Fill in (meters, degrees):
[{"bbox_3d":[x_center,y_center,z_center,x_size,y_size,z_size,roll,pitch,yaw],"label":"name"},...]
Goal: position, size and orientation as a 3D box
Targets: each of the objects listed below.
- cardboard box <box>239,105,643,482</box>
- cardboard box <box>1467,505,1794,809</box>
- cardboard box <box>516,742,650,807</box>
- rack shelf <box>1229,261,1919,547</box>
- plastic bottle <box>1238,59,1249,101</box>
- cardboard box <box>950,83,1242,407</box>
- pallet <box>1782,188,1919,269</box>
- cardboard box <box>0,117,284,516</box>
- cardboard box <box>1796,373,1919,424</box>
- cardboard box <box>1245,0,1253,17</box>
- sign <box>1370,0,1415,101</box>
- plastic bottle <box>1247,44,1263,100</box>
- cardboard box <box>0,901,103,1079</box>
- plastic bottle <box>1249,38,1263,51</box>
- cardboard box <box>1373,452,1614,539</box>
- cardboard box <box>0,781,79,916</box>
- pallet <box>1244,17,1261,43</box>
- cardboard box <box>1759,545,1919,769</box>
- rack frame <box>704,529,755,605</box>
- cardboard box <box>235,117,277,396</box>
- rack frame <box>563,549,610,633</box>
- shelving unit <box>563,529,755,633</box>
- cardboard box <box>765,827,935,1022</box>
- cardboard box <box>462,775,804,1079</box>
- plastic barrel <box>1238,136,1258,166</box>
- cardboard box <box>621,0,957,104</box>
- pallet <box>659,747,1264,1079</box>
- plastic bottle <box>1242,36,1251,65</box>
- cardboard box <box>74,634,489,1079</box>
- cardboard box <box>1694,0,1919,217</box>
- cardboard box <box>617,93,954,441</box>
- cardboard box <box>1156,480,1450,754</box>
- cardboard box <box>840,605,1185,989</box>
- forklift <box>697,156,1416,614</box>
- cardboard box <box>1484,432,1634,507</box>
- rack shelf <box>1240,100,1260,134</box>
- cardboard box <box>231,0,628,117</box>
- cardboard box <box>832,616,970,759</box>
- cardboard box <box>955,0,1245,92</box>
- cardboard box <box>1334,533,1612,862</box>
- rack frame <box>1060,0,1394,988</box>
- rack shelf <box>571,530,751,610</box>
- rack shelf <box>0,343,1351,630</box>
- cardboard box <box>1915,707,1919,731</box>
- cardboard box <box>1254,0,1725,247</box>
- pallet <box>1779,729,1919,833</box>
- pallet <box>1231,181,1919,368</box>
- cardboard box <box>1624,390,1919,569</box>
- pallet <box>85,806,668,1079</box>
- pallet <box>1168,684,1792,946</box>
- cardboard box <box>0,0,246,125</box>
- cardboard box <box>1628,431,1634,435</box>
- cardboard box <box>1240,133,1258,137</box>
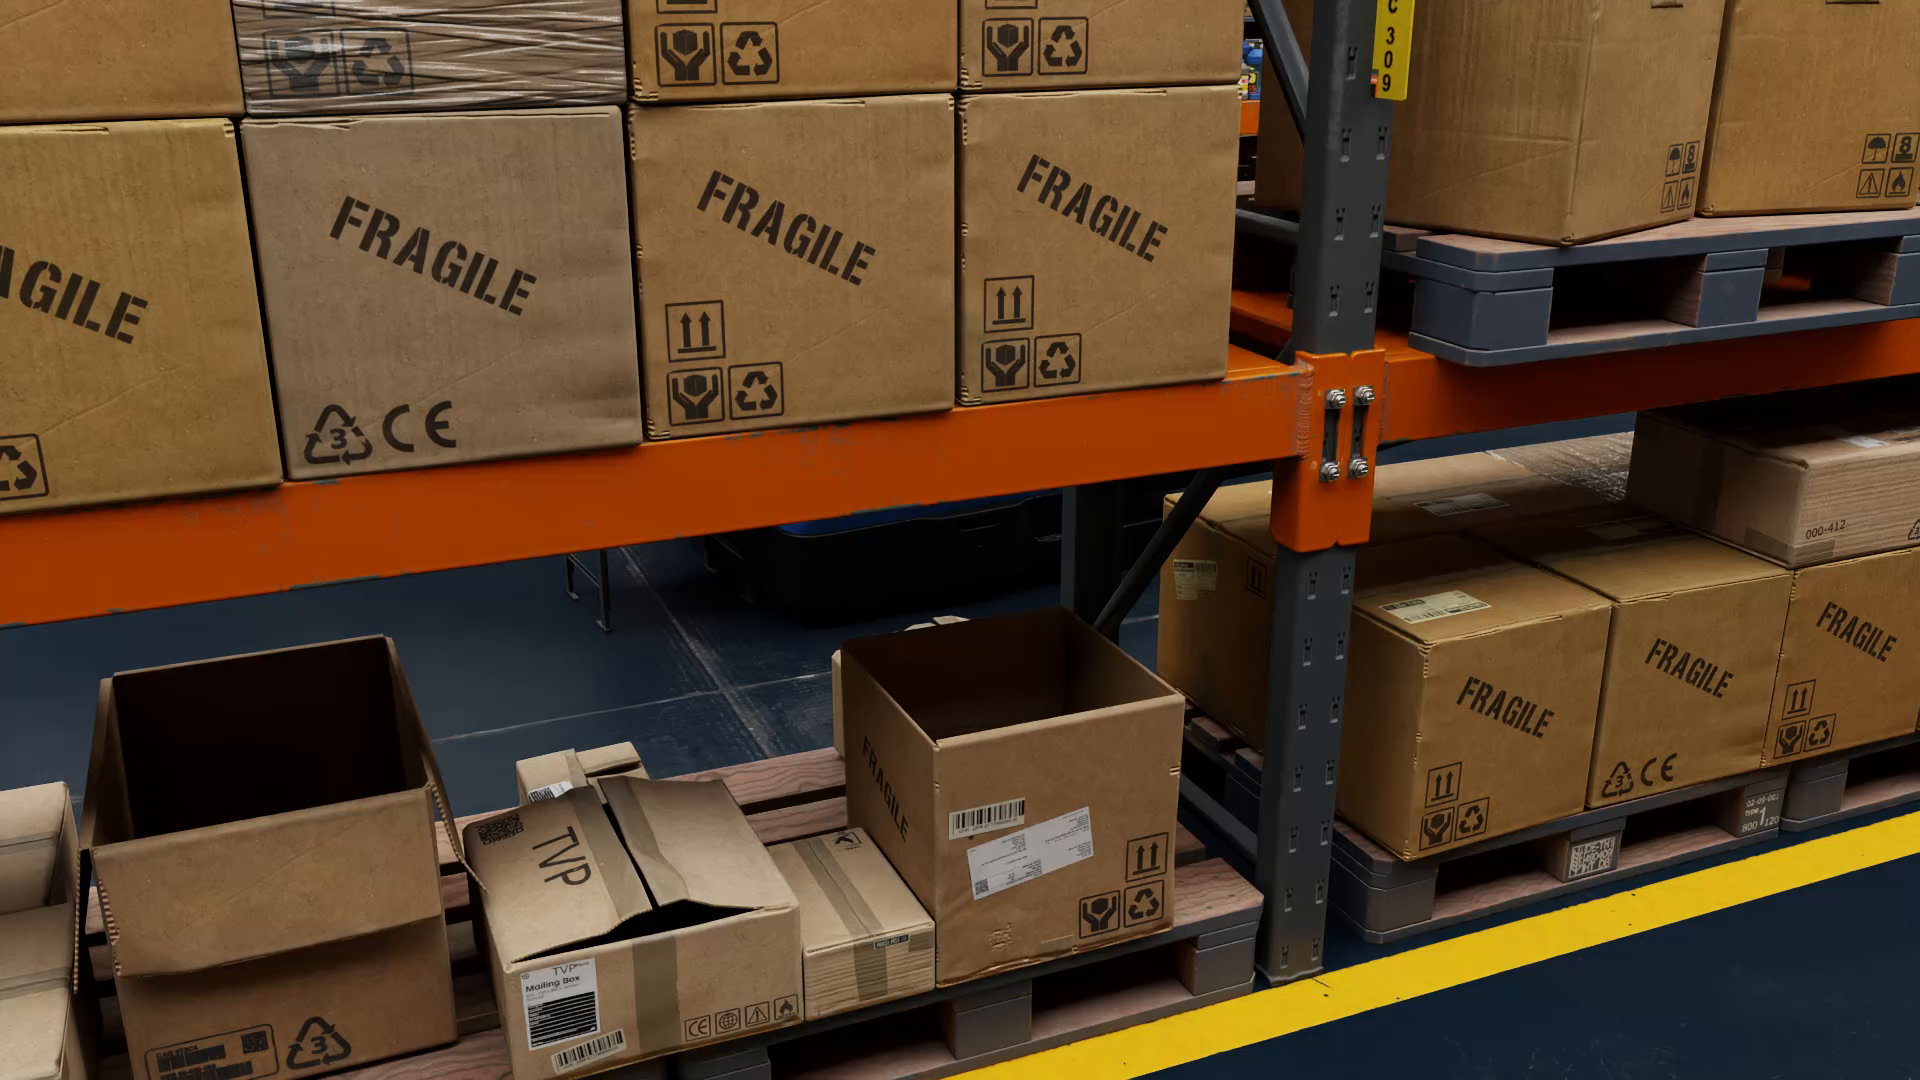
[{"bbox_3d":[-0.802,-0.423,2.555,0.500,0.500,0.500,-8,21,-21],"label":"cardboard box"},{"bbox_3d":[1.525,0.253,3.889,0.500,0.500,0.500,-8,21,-21],"label":"cardboard box"},{"bbox_3d":[-0.762,0.579,3.465,0.250,0.166,0.380,-8,21,-22],"label":"cardboard box"},{"bbox_3d":[2.335,-0.580,4.235,4.000,0.370,1.077,-8,21,-22],"label":"rack shelf"},{"bbox_3d":[1.418,-2.338,8.444,0.097,0.201,0.097,0,19,0],"label":"plastic bottle"},{"bbox_3d":[0.142,-0.559,2.943,0.500,0.500,0.500,-8,21,-21],"label":"cardboard box"},{"bbox_3d":[2.388,-0.834,4.164,1.213,0.211,1.003,-8,21,-22],"label":"pallet"},{"bbox_3d":[-1.269,-0.355,2.362,0.500,0.500,0.500,-8,21,-21],"label":"cardboard box"},{"bbox_3d":[2.418,-0.225,4.117,0.500,0.250,0.500,-9,21,-23],"label":"cardboard box"},{"bbox_3d":[2.369,-4.720,14.124,0.637,0.503,0.797,-6,20,-16],"label":"cardboard box"},{"bbox_3d":[0.721,-0.900,2.758,0.005,0.325,0.100,-8,21,-22],"label":"sign"},{"bbox_3d":[1.507,-2.384,8.469,0.097,0.271,0.097,0,19,0],"label":"plastic bottle"},{"bbox_3d":[-1.644,0.843,2.589,0.500,0.250,0.500,-8,21,-22],"label":"cardboard box"},{"bbox_3d":[1.688,-2.676,9.293,0.135,0.276,0.152,-8,21,-22],"label":"plastic bottle"},{"bbox_3d":[1.296,0.101,4.321,0.500,0.500,0.500,-8,21,-22],"label":"cardboard box"},{"bbox_3d":[-1.888,0.697,3.003,0.500,0.250,0.500,-8,21,-22],"label":"cardboard box"},{"bbox_3d":[2.053,-4.386,14.251,1.213,0.211,1.003,-8,21,-22],"label":"pallet"},{"bbox_3d":[1.987,0.189,4.069,0.500,0.500,0.500,-8,21,-21],"label":"cardboard box"},{"bbox_3d":[-0.777,-0.838,5.241,0.015,2.100,0.400,-11,22,-28],"label":"rack frame"},{"bbox_3d":[-1.472,-0.518,2.827,0.500,0.500,0.500,-8,21,-23],"label":"cardboard box"},{"bbox_3d":[-1.200,-0.757,5.011,0.015,2.100,0.400,-11,22,-28],"label":"rack frame"},{"bbox_3d":[-0.988,-0.798,5.126,0.503,2.100,0.431,-11,22,-28],"label":"shelving unit"},{"bbox_3d":[-0.232,0.710,3.118,0.250,0.149,0.380,-8,21,-22],"label":"cardboard box"},{"bbox_3d":[-0.600,0.665,3.003,0.500,0.311,0.500,-8,21,-22],"label":"cardboard box"},{"bbox_3d":[1.771,-1.798,9.247,0.708,0.830,0.600,-8,21,-22],"label":"plastic barrel"},{"bbox_3d":[-0.332,-0.961,2.579,0.500,0.500,0.500,-9,21,-23],"label":"cardboard box"},{"bbox_3d":[-0.132,0.750,3.576,1.213,0.211,1.003,-8,21,-22],"label":"pallet"},{"bbox_3d":[1.571,-2.667,9.274,0.097,0.271,0.097,0,19,0],"label":"plastic bottle"},{"bbox_3d":[-1.224,0.563,3.004,0.637,0.503,0.797,-8,21,-22],"label":"cardboard box"},{"bbox_3d":[1.629,-1.005,3.577,0.500,0.500,0.700,-5,20,-13],"label":"cardboard box"},{"bbox_3d":[-0.331,-0.491,2.749,0.500,0.500,0.500,-8,21,-20],"label":"cardboard box"},{"bbox_3d":[0.839,0.163,4.143,0.500,0.500,0.500,-8,21,-22],"label":"cardboard box"},{"bbox_3d":[0.088,0.477,3.252,0.500,0.500,0.500,-8,21,-22],"label":"cardboard box"},{"bbox_3d":[0.545,-1.487,5.831,3.031,2.935,1.130,-11,22,-28],"label":"forklift"},{"bbox_3d":[1.757,0.035,4.508,0.500,0.500,0.500,-8,21,-21],"label":"cardboard box"},{"bbox_3d":[0.377,-2.091,8.527,4.000,0.370,1.077,-8,21,-22],"label":"rack shelf"},{"bbox_3d":[-0.795,-0.895,2.391,0.500,0.500,0.500,-8,21,-21],"label":"cardboard box"},{"bbox_3d":[0.028,0.394,3.772,0.500,0.311,0.500,-8,21,-22],"label":"cardboard box"},{"bbox_3d":[0.137,-1.029,2.773,0.500,0.500,0.500,-8,21,-22],"label":"cardboard box"},{"bbox_3d":[1.040,0.326,3.680,0.500,0.500,0.500,-9,21,-24],"label":"cardboard box"},{"bbox_3d":[0.499,-0.656,3.368,0.127,3.000,1.000,-8,21,-22],"label":"rack frame"},{"bbox_3d":[-0.988,-0.124,5.363,0.480,0.518,0.431,-11,22,-28],"label":"rack shelf"},{"bbox_3d":[-1.337,-0.054,2.741,4.000,0.370,1.077,-8,21,-22],"label":"rack shelf"},{"bbox_3d":[2.451,0.123,4.258,0.500,0.500,0.500,-9,21,-24],"label":"cardboard box"},{"bbox_3d":[1.023,-0.895,3.265,0.500,0.500,0.700,-17,26,-40],"label":"cardboard box"},{"bbox_3d":[2.353,0.379,4.628,1.213,0.211,1.003,-8,21,-22],"label":"pallet"},{"bbox_3d":[1.276,-0.637,3.604,1.213,0.211,1.003,-8,21,-22],"label":"pallet"},{"bbox_3d":[1.958,-0.159,3.929,0.500,0.250,0.500,-8,21,-22],"label":"cardboard box"},{"bbox_3d":[-1.254,0.911,3.116,1.213,0.211,1.003,-8,21,-22],"label":"pallet"},{"bbox_3d":[1.231,0.541,4.168,1.213,0.211,1.003,-8,21,-22],"label":"pallet"},{"bbox_3d":[-1.257,-0.829,2.204,0.500,0.500,0.500,-8,21,-22],"label":"cardboard box"},{"bbox_3d":[2.223,-0.033,4.699,0.500,0.500,0.500,-9,21,-24],"label":"cardboard box"},{"bbox_3d":[2.393,-3.553,14.699,0.500,0.500,0.700,-10,22,-27],"label":"cardboard box"}]
